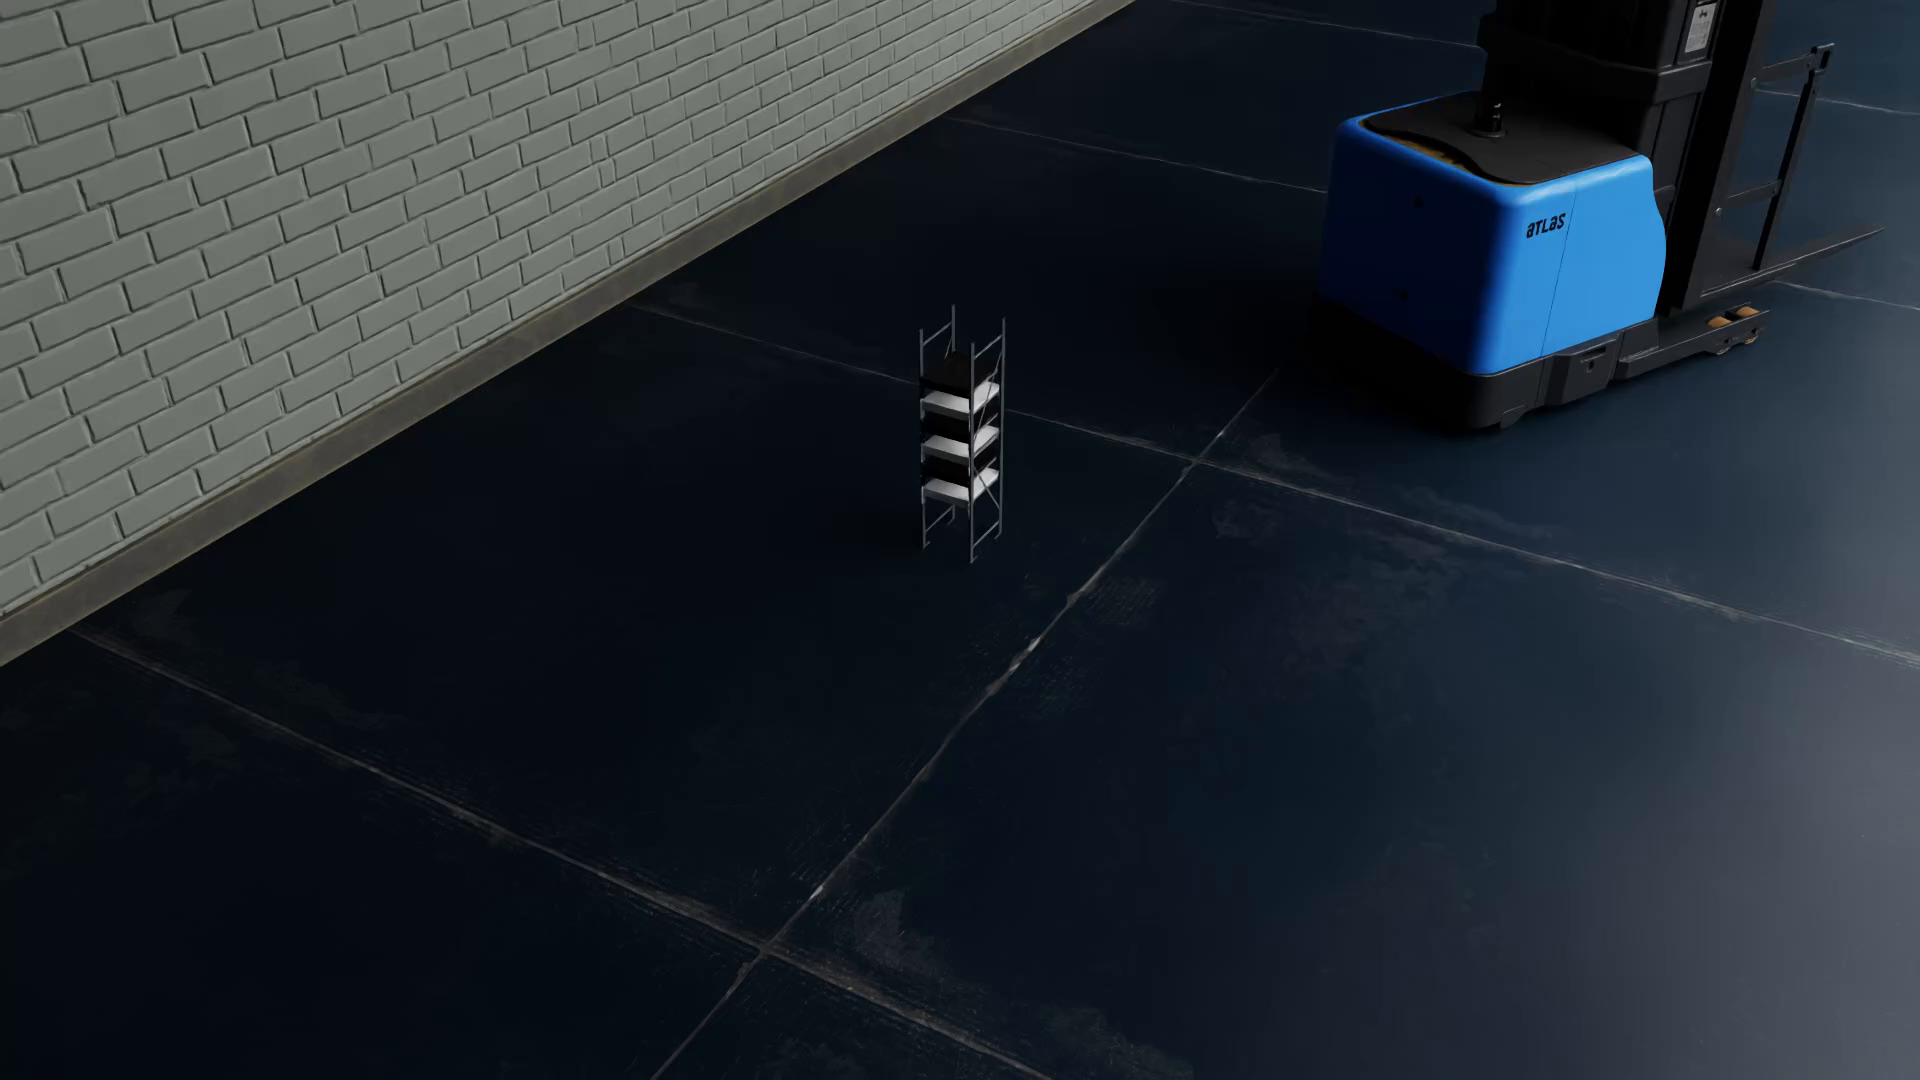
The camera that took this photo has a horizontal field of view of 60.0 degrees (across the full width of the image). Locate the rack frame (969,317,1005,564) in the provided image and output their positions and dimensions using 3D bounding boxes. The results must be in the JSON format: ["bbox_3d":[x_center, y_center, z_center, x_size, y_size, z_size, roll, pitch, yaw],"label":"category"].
[{"bbox_3d":[0.095,-0.344,5.955,0.006,0.900,0.240,18,37,24],"label":"rack frame"}]

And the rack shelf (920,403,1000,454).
[{"bbox_3d":[0.007,-0.419,5.966,0.200,0.077,0.258,18,37,24],"label":"rack shelf"}]

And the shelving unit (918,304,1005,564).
[{"bbox_3d":[0.007,-0.372,5.997,0.210,0.900,0.258,18,37,24],"label":"shelving unit"}]

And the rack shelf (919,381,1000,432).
[{"bbox_3d":[0.007,-0.494,5.916,0.200,0.077,0.258,18,37,24],"label":"rack shelf"}]

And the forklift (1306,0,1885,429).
[{"bbox_3d":[3.080,-2.286,7.038,3.031,2.935,1.130,-19,38,-26],"label":"forklift"}]

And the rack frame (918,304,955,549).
[{"bbox_3d":[-0.081,-0.400,6.039,0.006,0.900,0.240,18,37,24],"label":"rack frame"}]

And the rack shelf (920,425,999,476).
[{"bbox_3d":[0.007,-0.345,6.016,0.200,0.077,0.258,18,37,24],"label":"rack shelf"}]

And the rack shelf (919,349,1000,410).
[{"bbox_3d":[0.007,-0.569,5.866,0.200,0.077,0.258,18,37,24],"label":"rack shelf"}]

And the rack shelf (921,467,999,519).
[{"bbox_3d":[0.007,-0.195,6.115,0.200,0.077,0.258,18,37,24],"label":"rack shelf"}]

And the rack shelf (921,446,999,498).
[{"bbox_3d":[0.007,-0.270,6.066,0.200,0.077,0.258,18,37,24],"label":"rack shelf"}]
